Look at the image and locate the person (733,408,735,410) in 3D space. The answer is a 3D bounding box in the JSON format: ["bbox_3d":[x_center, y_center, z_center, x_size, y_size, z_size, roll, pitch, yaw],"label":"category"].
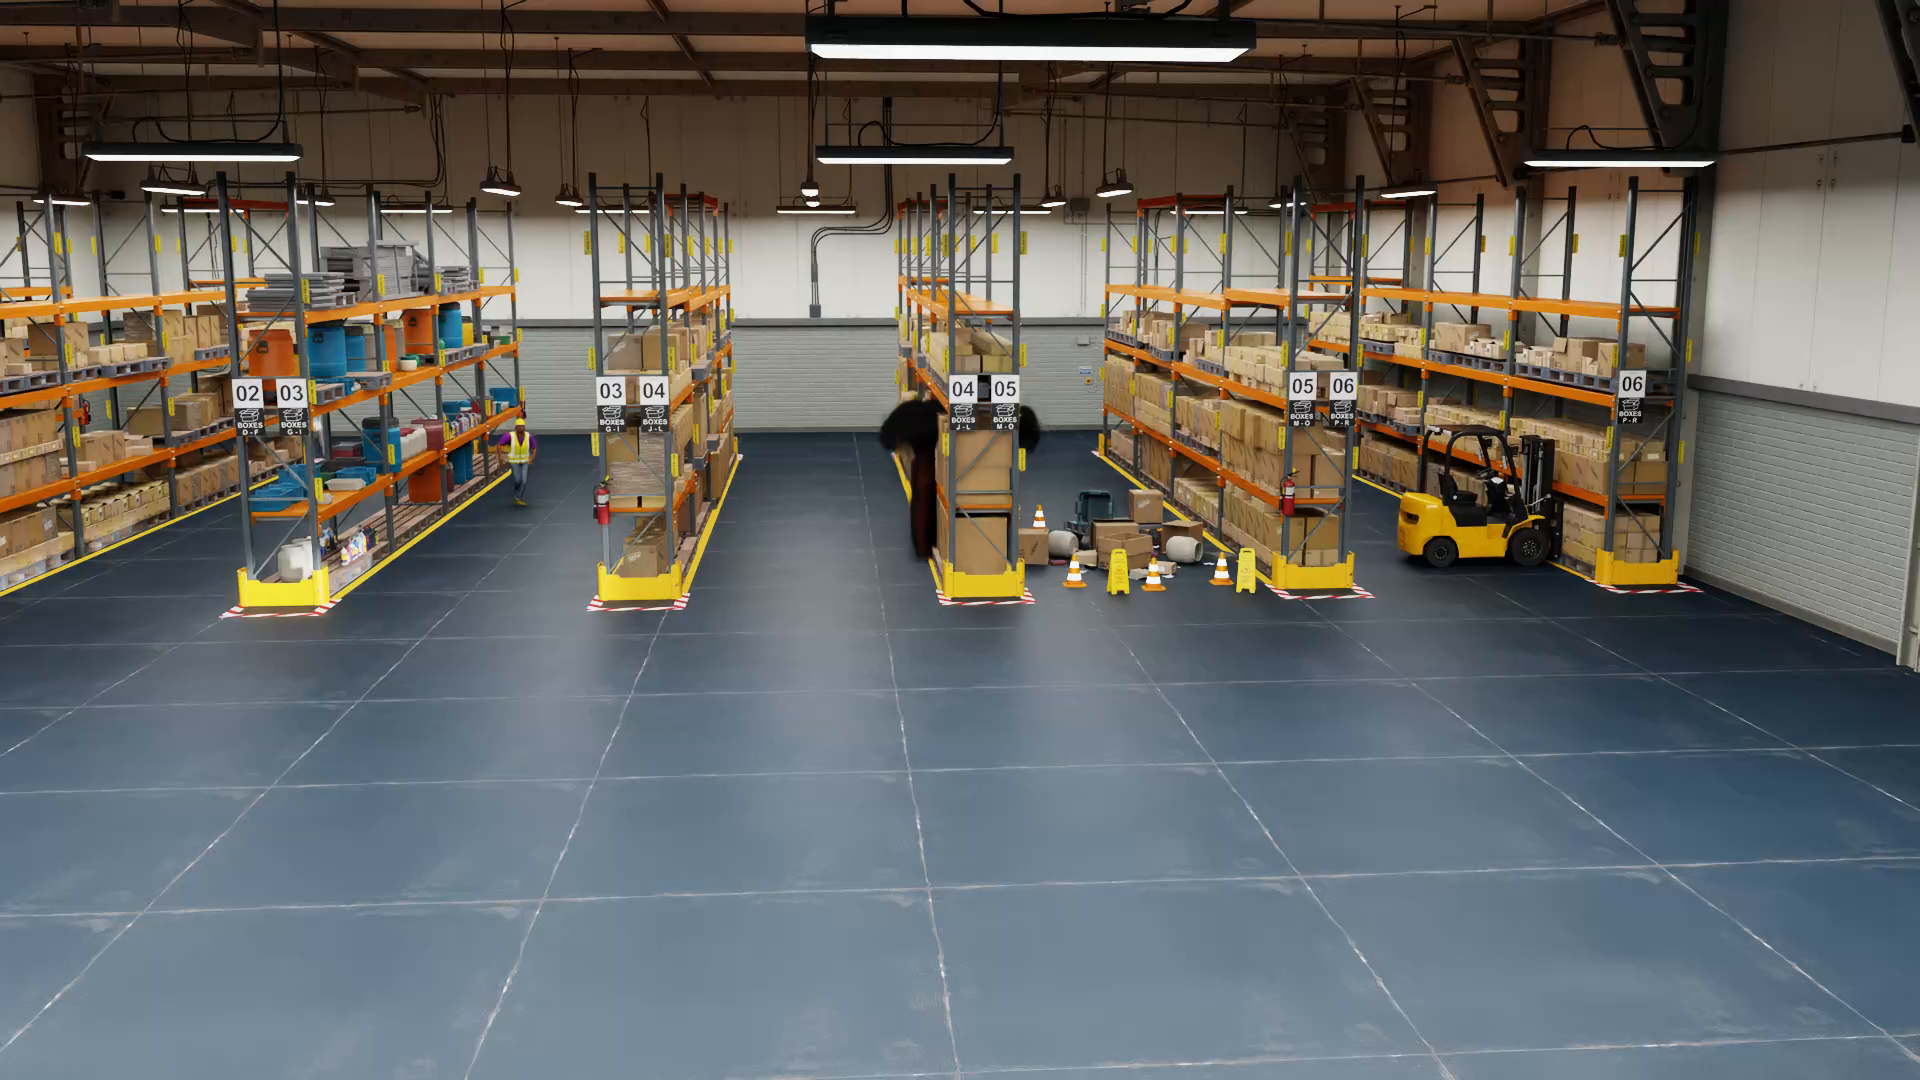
[{"bbox_3d":[-6.011,-2.973,40.478,1.019,1.666,0.642,2,10,13],"label":"person"}]

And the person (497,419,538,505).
[{"bbox_3d":[-8.583,-1.508,32.320,0.774,1.716,0.542,-5,11,-24],"label":"person"}]

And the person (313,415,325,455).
[{"bbox_3d":[-15.464,-2.824,39.630,0.988,1.776,0.701,1,10,6],"label":"person"}]
